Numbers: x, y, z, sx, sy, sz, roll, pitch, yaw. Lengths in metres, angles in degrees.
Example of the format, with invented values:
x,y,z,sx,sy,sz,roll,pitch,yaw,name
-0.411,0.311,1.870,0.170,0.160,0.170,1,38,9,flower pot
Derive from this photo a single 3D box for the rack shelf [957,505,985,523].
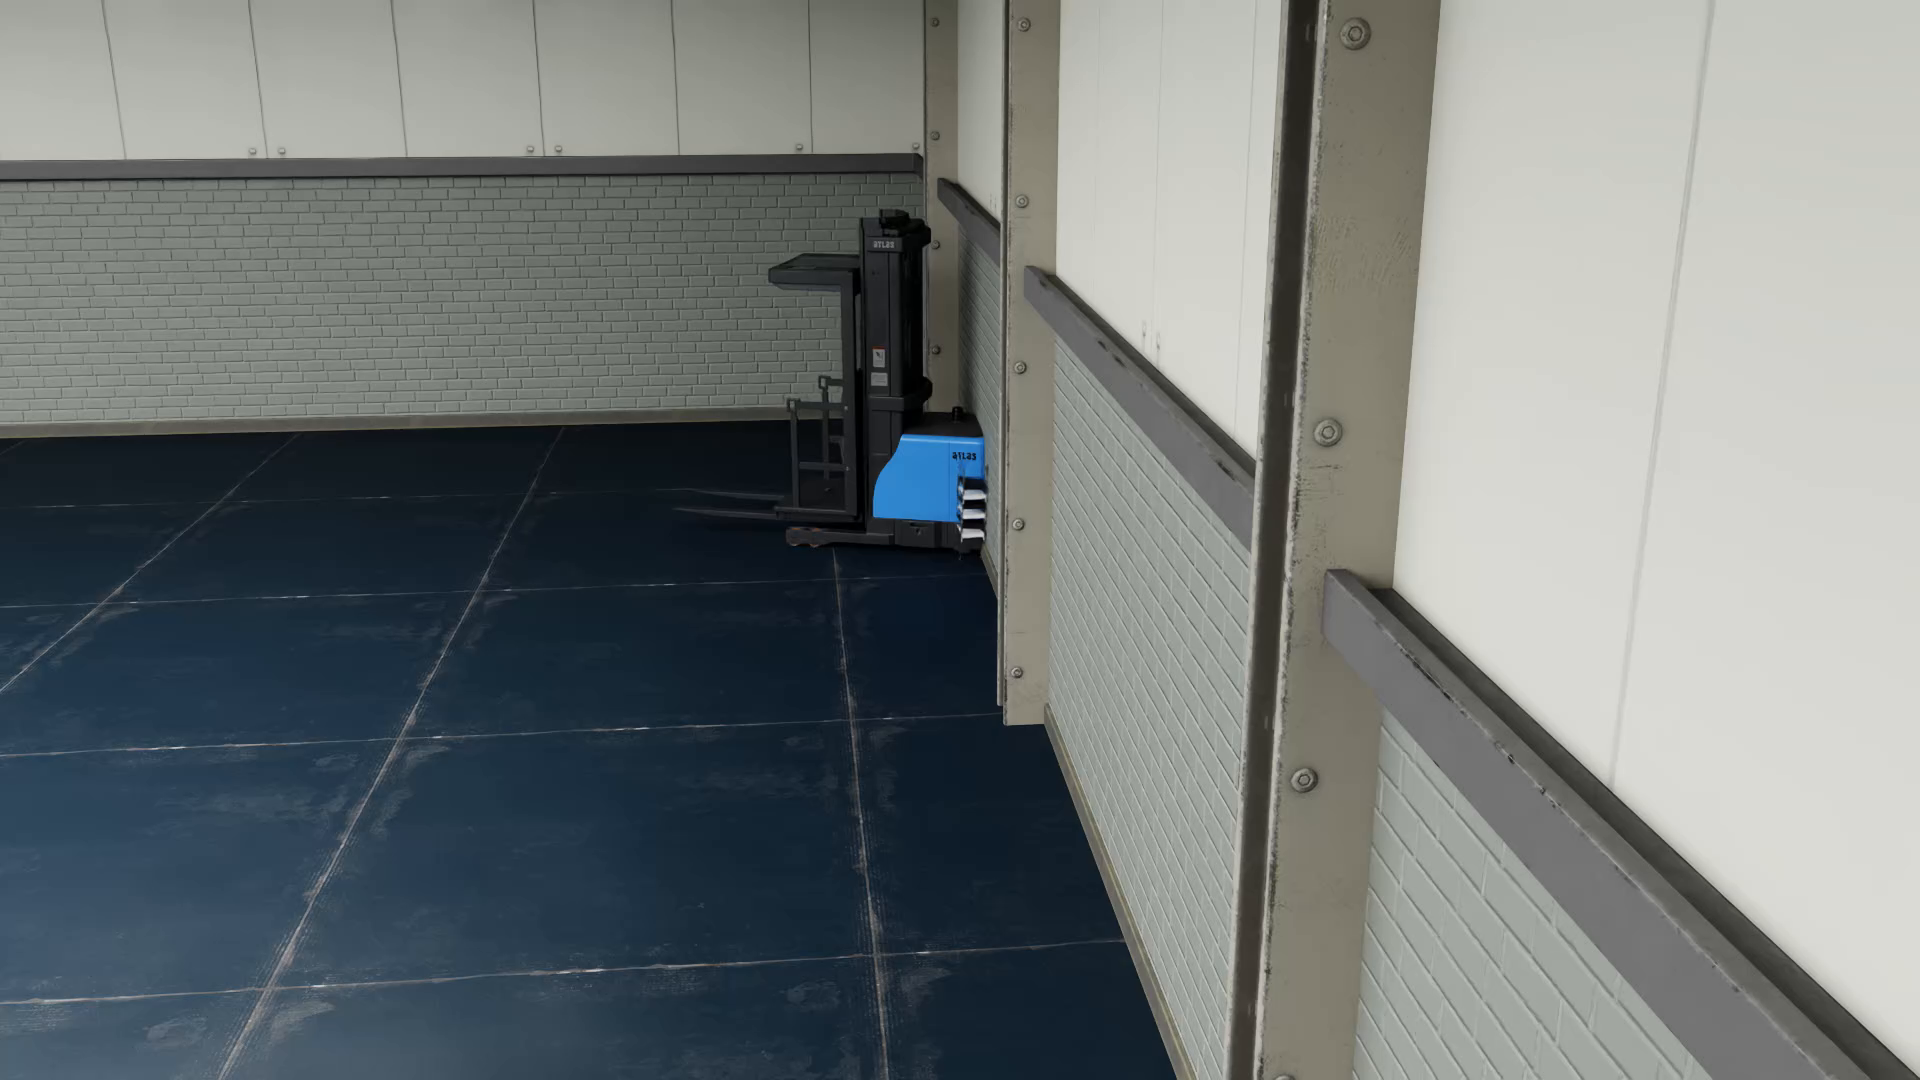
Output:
x,y,z,sx,sy,sz,roll,pitch,yaw,name
0.094,-0.236,14.561,0.200,0.077,0.258,-3,25,-12,rack shelf

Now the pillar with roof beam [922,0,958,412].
x,y,z,sx,sy,sz,roll,pitch,yaw,name
-4.468,-4.757,15.379,9.100,9.000,0.400,-2,18,-6,pillar with roof beam

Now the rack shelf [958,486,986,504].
x,y,z,sx,sy,sz,roll,pitch,yaw,name
0.101,-0.400,14.488,0.200,0.077,0.258,-3,25,-12,rack shelf

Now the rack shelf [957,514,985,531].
x,y,z,sx,sy,sz,roll,pitch,yaw,name
0.090,-0.154,14.598,0.200,0.077,0.258,-3,25,-12,rack shelf

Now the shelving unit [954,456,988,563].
x,y,z,sx,sy,sz,roll,pitch,yaw,name
0.095,-0.266,14.548,0.210,0.900,0.258,-3,25,-12,shelving unit

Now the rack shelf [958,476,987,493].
x,y,z,sx,sy,sz,roll,pitch,yaw,name
0.105,-0.482,14.452,0.200,0.077,0.258,-3,25,-12,rack shelf

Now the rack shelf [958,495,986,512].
x,y,z,sx,sy,sz,roll,pitch,yaw,name
0.098,-0.318,14.525,0.200,0.077,0.258,-3,25,-12,rack shelf

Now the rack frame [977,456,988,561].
x,y,z,sx,sy,sz,roll,pitch,yaw,name
0.195,-0.271,14.569,0.006,0.900,0.240,-3,25,-12,rack frame

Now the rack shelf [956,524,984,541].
x,y,z,sx,sy,sz,roll,pitch,yaw,name
0.087,-0.071,14.635,0.200,0.077,0.258,-3,25,-12,rack shelf

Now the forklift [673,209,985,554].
x,y,z,sx,sy,sz,roll,pitch,yaw,name
-1.114,-1.482,15.078,3.031,2.935,1.130,4,18,11,forklift

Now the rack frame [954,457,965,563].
x,y,z,sx,sy,sz,roll,pitch,yaw,name
-0.004,-0.261,14.526,0.006,0.900,0.240,-3,25,-12,rack frame

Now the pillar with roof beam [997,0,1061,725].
x,y,z,sx,sy,sz,roll,pitch,yaw,name
-3.849,-2.970,9.685,9.100,9.000,0.400,-2,18,-6,pillar with roof beam
